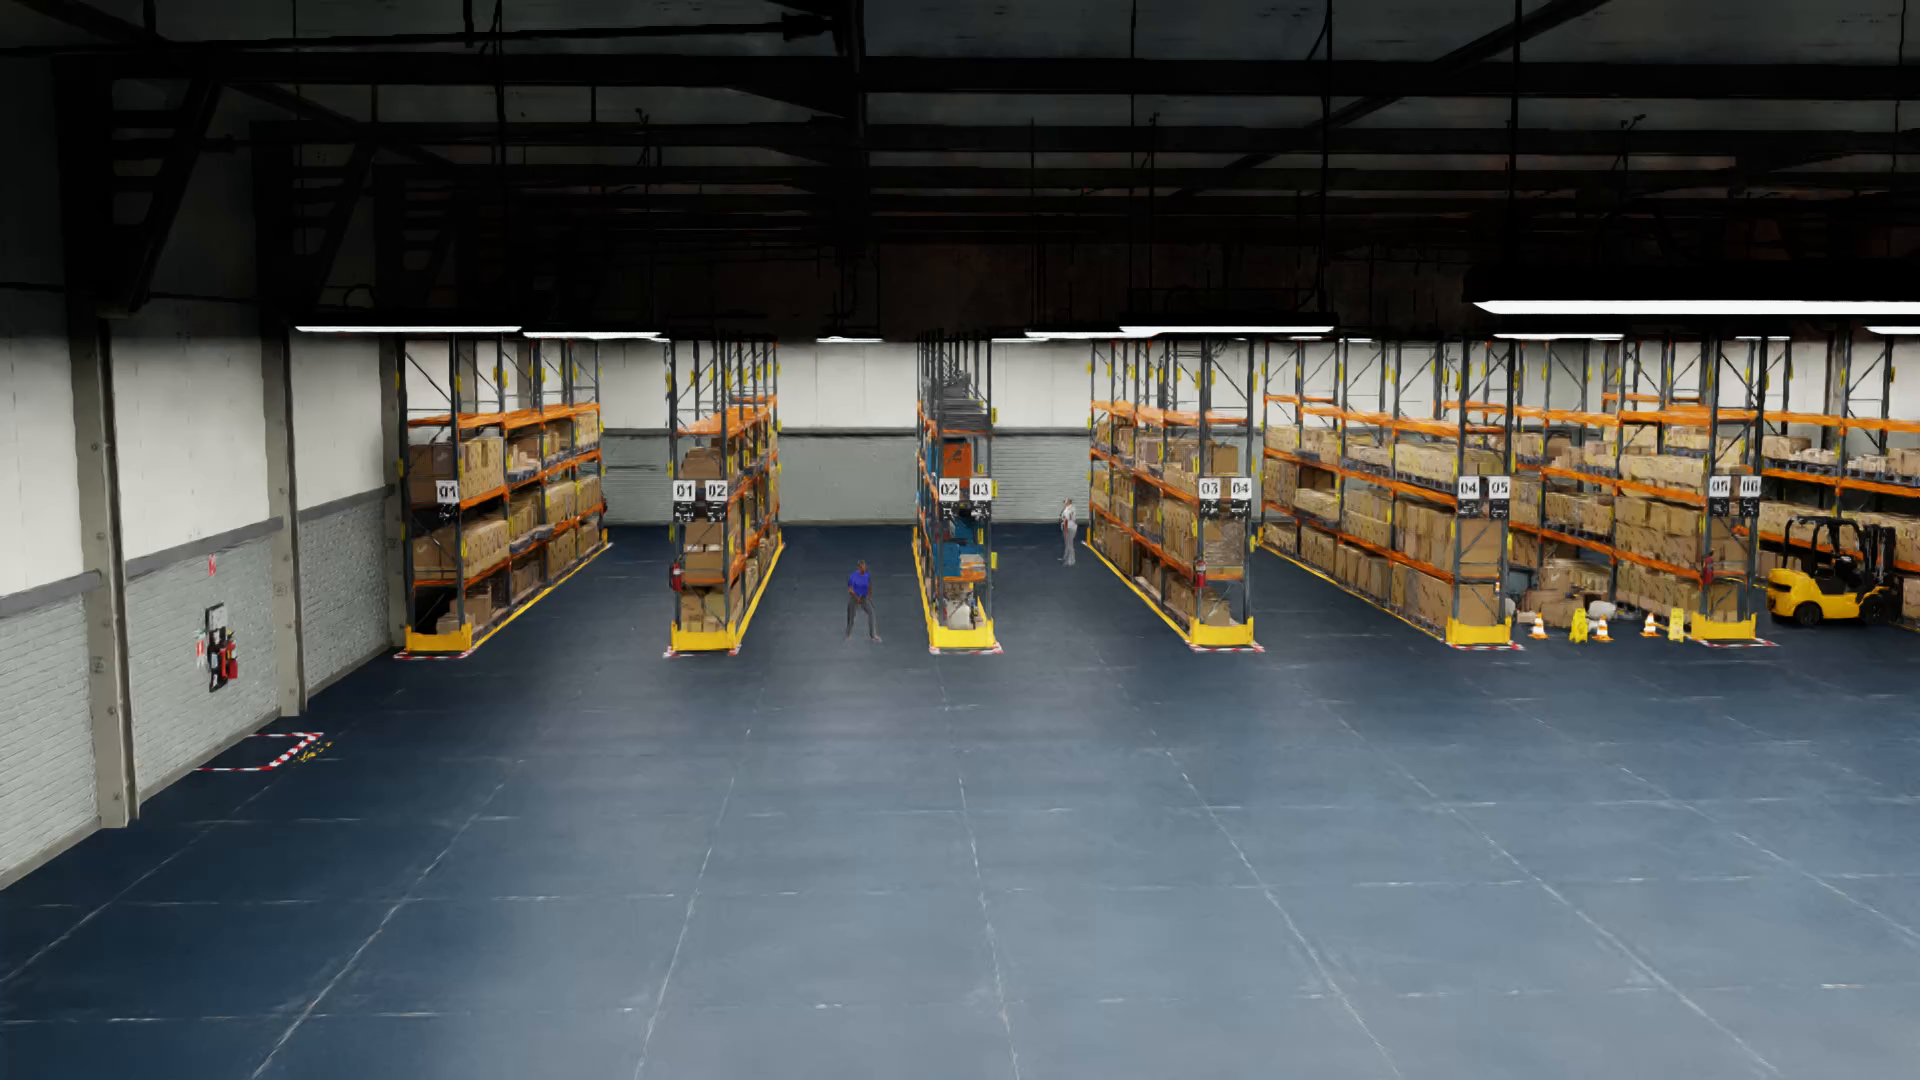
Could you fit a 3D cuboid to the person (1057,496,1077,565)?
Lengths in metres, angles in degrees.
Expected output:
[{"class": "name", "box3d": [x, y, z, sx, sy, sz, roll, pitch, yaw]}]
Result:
[{"class": "person", "box3d": [2.775, -0.269, 43.364, 0.605, 1.755, 0.734, 3, 7, 24]}]

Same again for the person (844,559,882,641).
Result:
[{"class": "person", "box3d": [-1.908, 1.152, 32.079, 0.624, 1.599, 0.776, -3, 7, -22]}]
